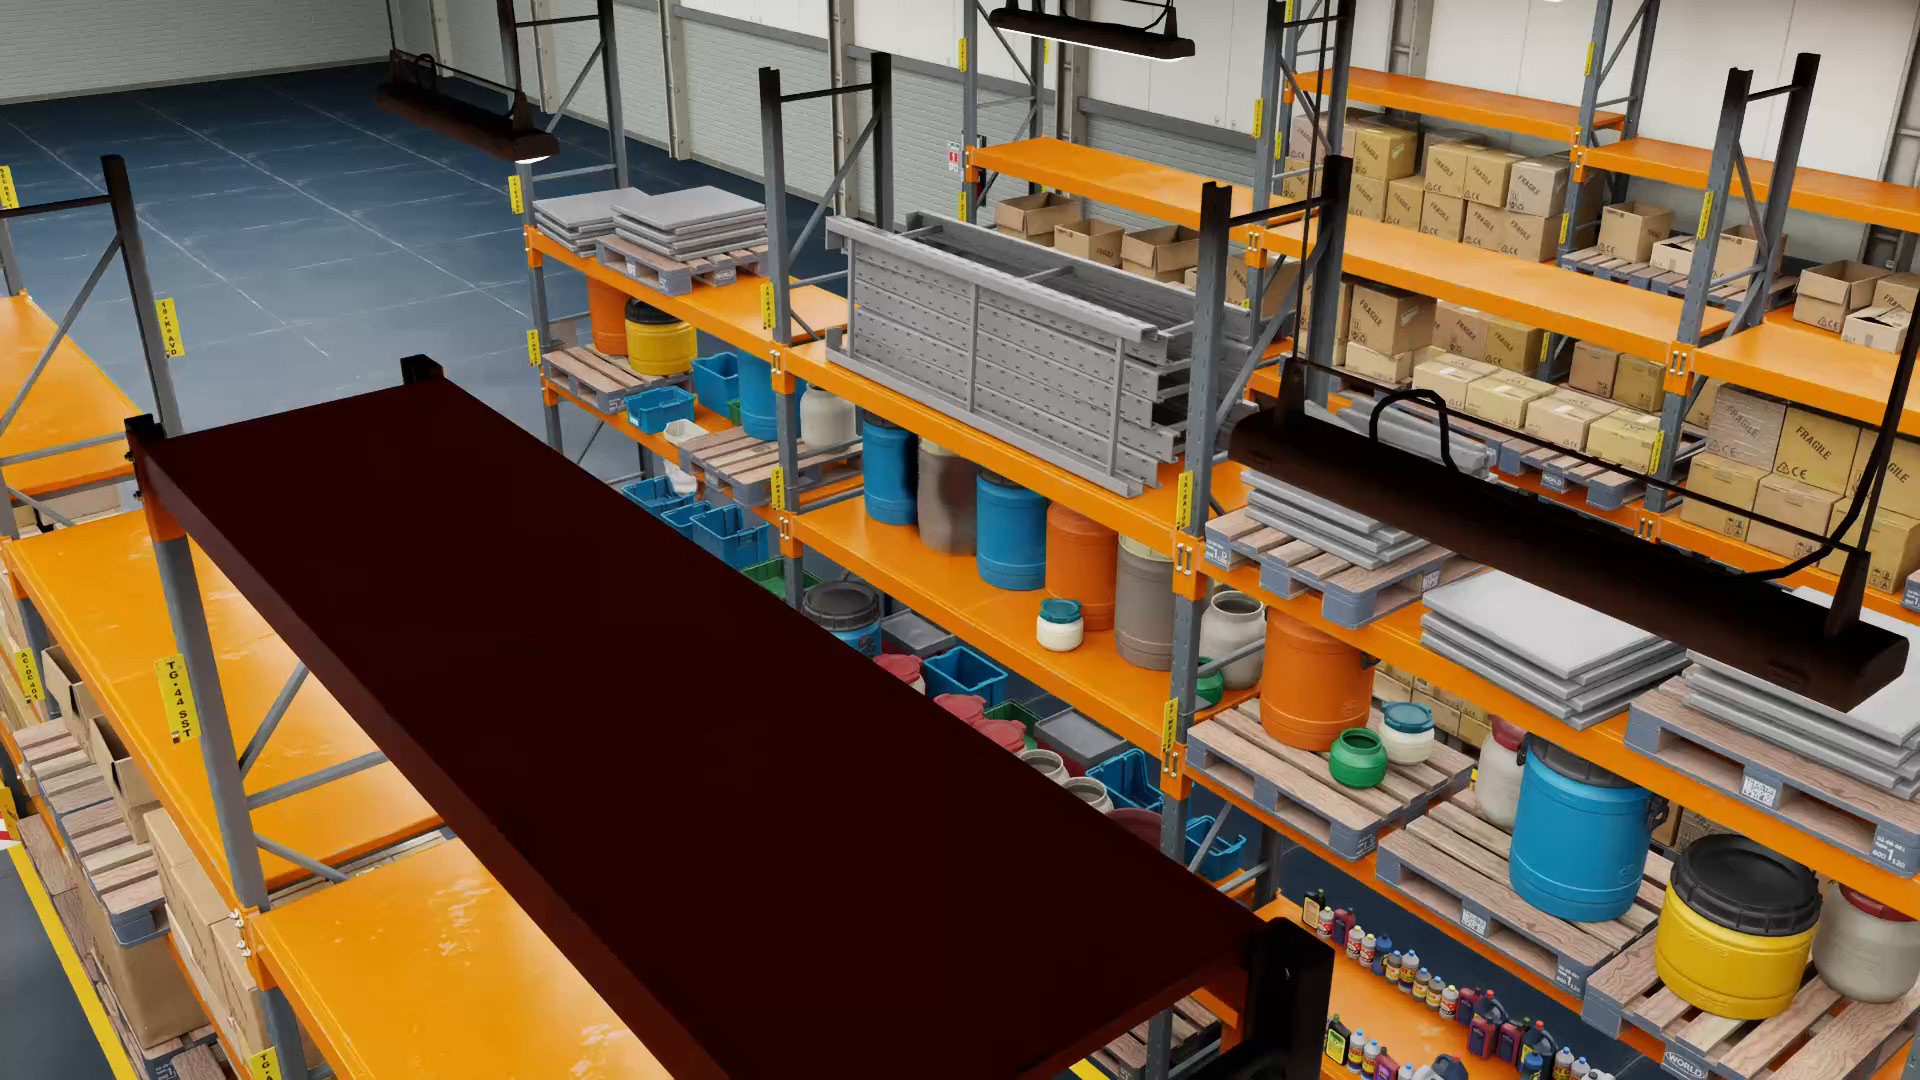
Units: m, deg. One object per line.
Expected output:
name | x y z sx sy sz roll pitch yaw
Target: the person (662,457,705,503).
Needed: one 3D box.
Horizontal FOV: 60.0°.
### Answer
person | -2.895 -0.550 17.400 0.399 1.781 0.666 -23 34 -38
